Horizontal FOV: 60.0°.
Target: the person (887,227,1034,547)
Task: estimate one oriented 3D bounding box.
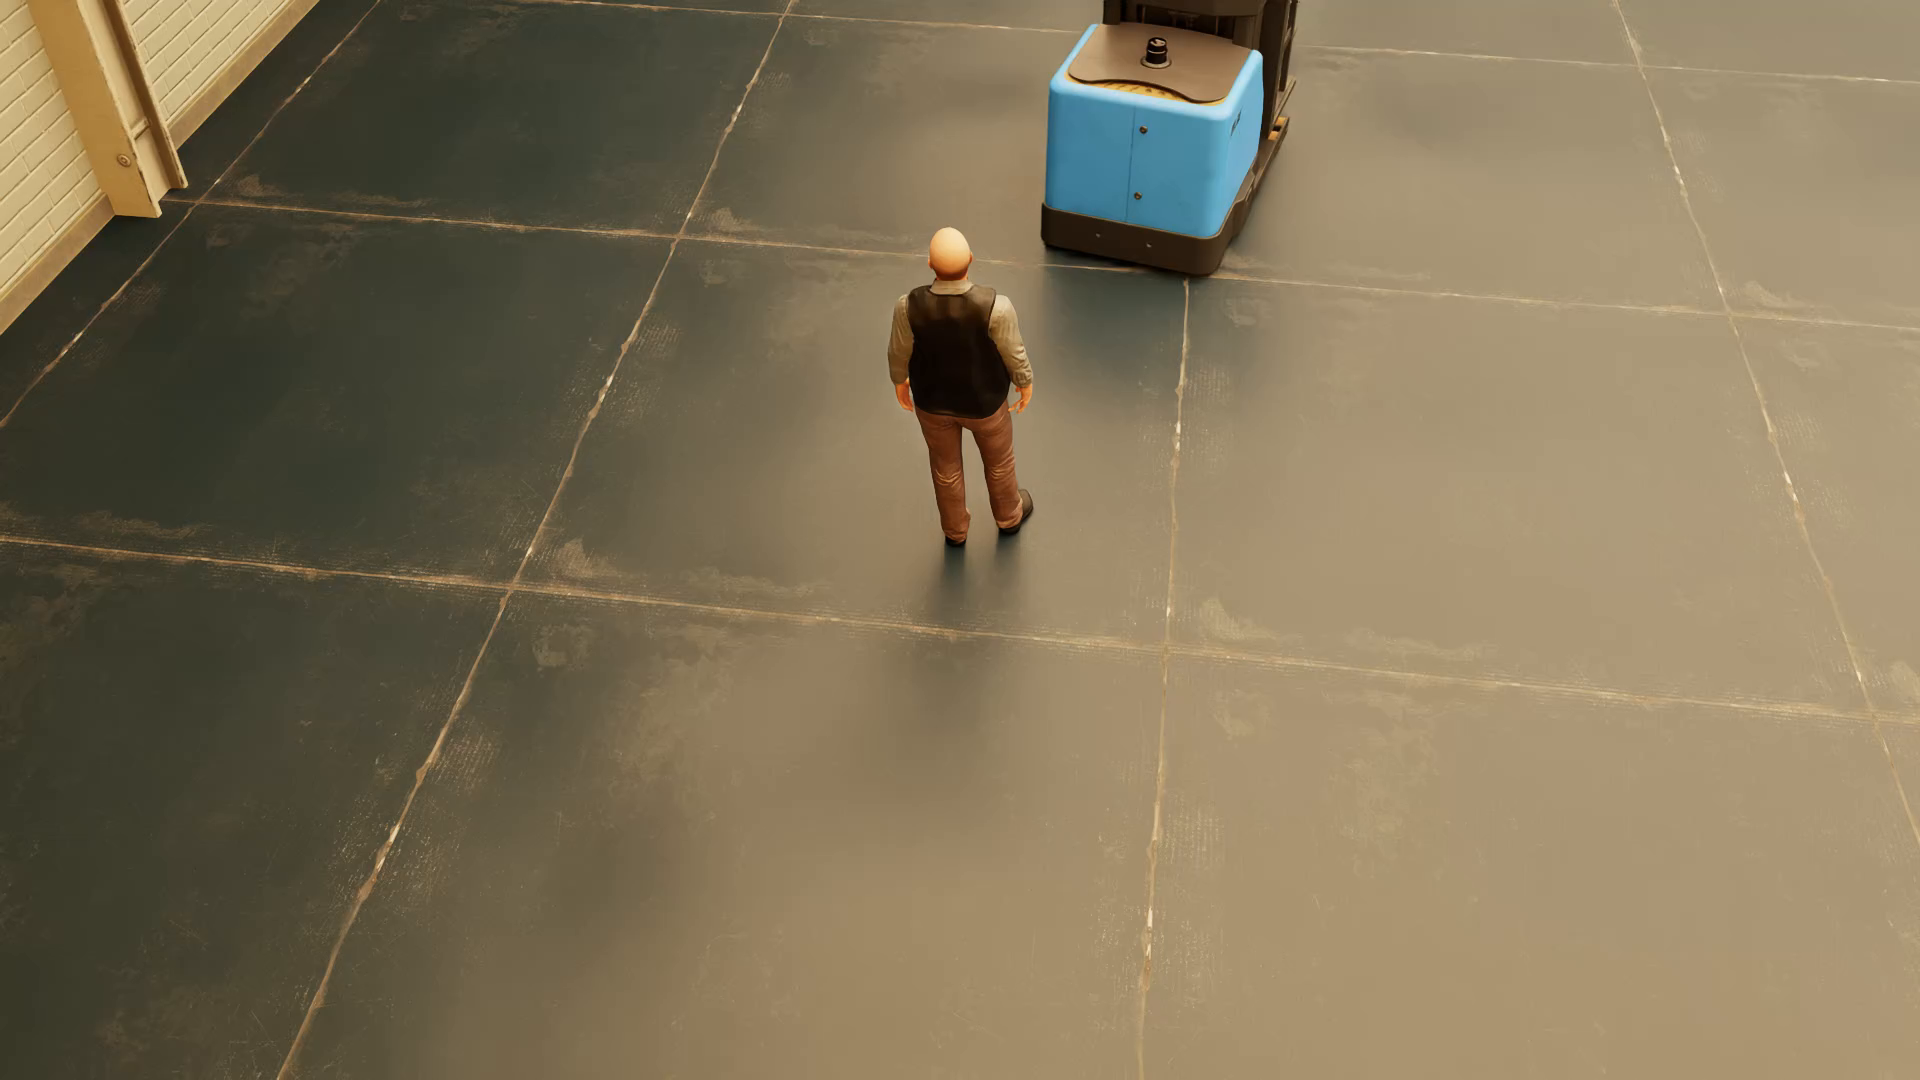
[{"bbox_3d":[0.015,-0.681,7.349,0.633,1.722,0.566,5,43,6],"label":"person"}]

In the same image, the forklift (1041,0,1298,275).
[{"bbox_3d":[1.466,-3.590,9.632,1.130,2.935,3.031,14,44,15],"label":"forklift"}]
